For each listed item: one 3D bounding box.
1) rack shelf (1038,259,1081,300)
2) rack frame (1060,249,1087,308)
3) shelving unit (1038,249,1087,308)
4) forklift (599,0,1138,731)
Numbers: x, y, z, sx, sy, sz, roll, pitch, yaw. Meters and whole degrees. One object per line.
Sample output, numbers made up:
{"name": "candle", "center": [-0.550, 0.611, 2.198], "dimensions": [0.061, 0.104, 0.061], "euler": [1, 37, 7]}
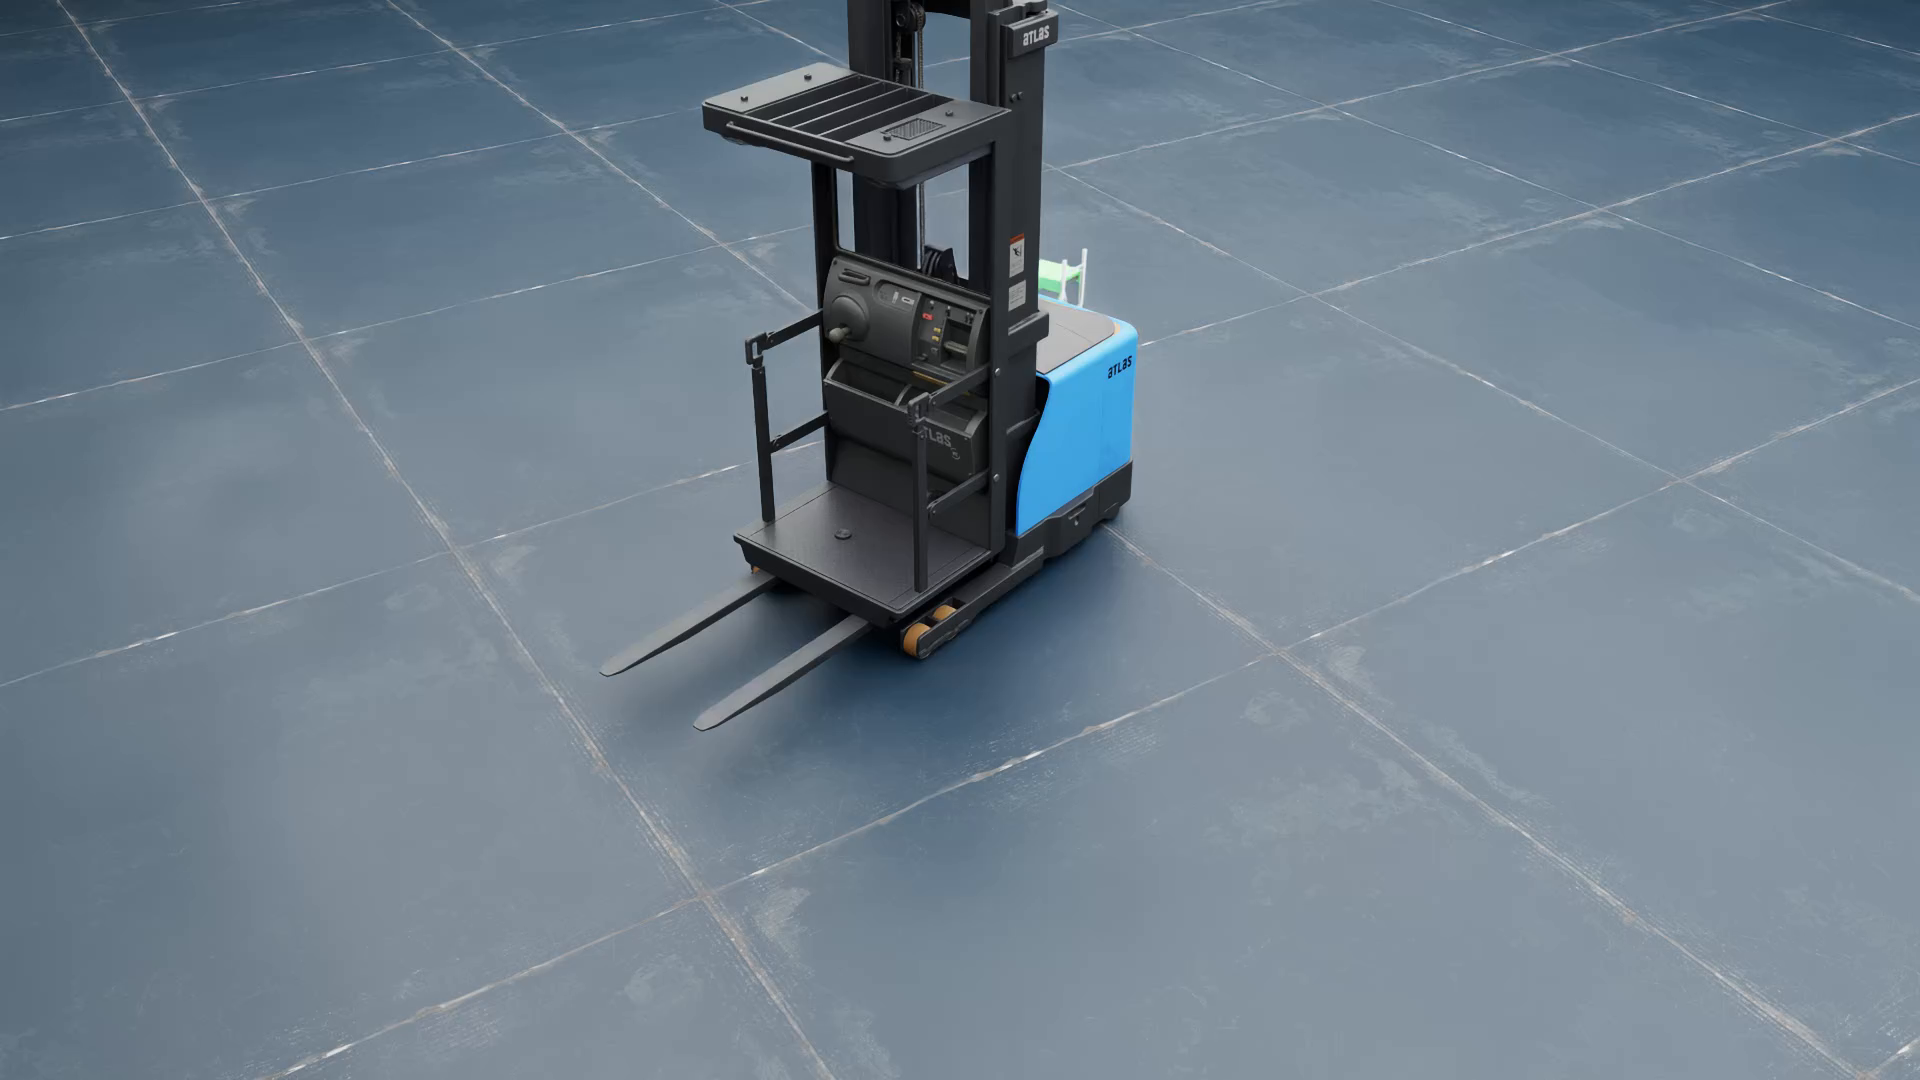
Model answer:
{"name": "rack shelf", "center": [0.404, -1.439, 9.113], "dimensions": [0.480, 0.148, 0.258], "euler": [19, 33, 28]}
{"name": "rack frame", "center": [0.592, -1.003, 9.200], "dimensions": [0.015, 1.200, 0.240], "euler": [19, 33, 28]}
{"name": "shelving unit", "center": [0.387, -1.075, 9.313], "dimensions": [0.503, 1.200, 0.258], "euler": [19, 33, 28]}
{"name": "forklift", "center": [-0.397, -0.980, 7.556], "dimensions": [1.130, 2.935, 3.031], "euler": [23, 39, 32]}
